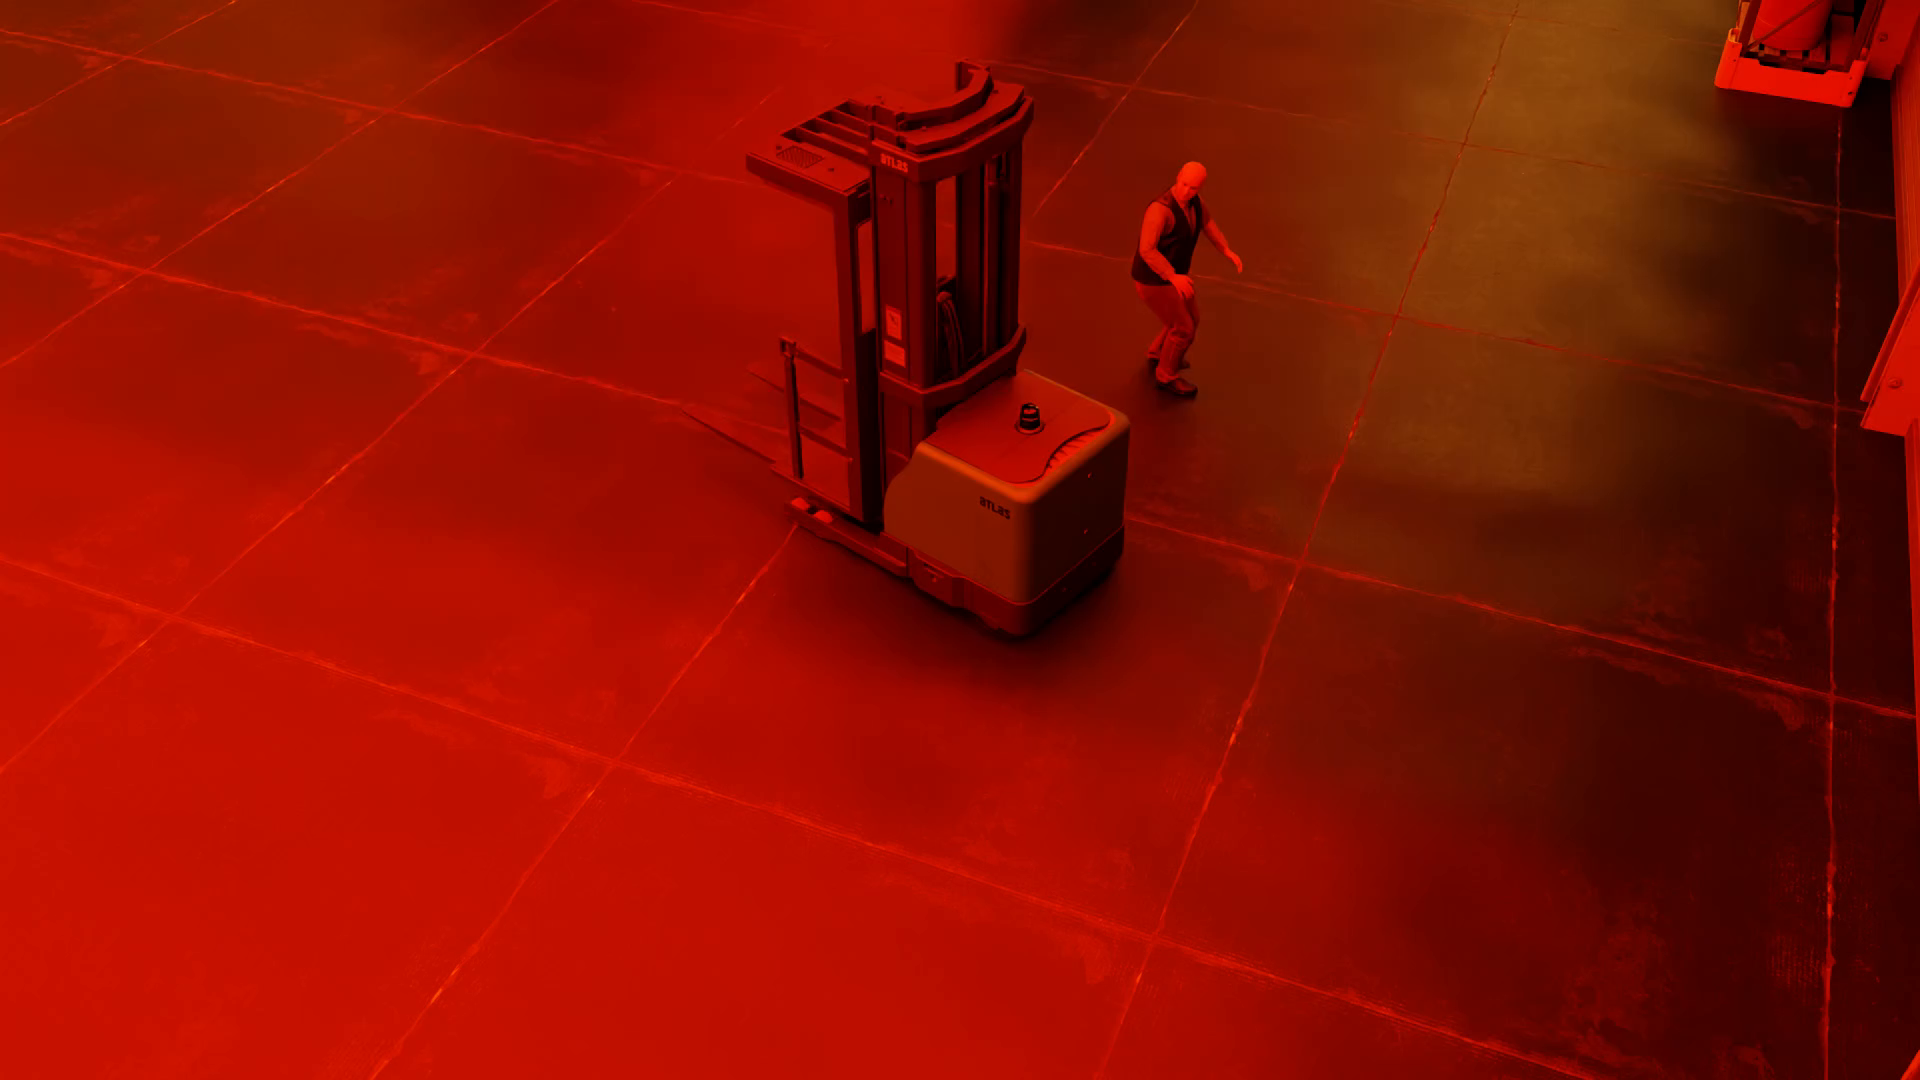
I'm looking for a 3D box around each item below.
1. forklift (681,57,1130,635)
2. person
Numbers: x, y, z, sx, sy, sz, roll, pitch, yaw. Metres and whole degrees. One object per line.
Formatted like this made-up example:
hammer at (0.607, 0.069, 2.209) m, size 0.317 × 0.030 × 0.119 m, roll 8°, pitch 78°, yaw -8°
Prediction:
forklift at (-0.471, -1.373, 9.647) m, size 3.031 × 2.935 × 1.130 m, roll 28°, pitch 47°, yaw 29°
person at (1.496, -1.742, 11.112) m, size 0.635 × 1.682 × 0.762 m, roll 19°, pitch 44°, yaw 22°
